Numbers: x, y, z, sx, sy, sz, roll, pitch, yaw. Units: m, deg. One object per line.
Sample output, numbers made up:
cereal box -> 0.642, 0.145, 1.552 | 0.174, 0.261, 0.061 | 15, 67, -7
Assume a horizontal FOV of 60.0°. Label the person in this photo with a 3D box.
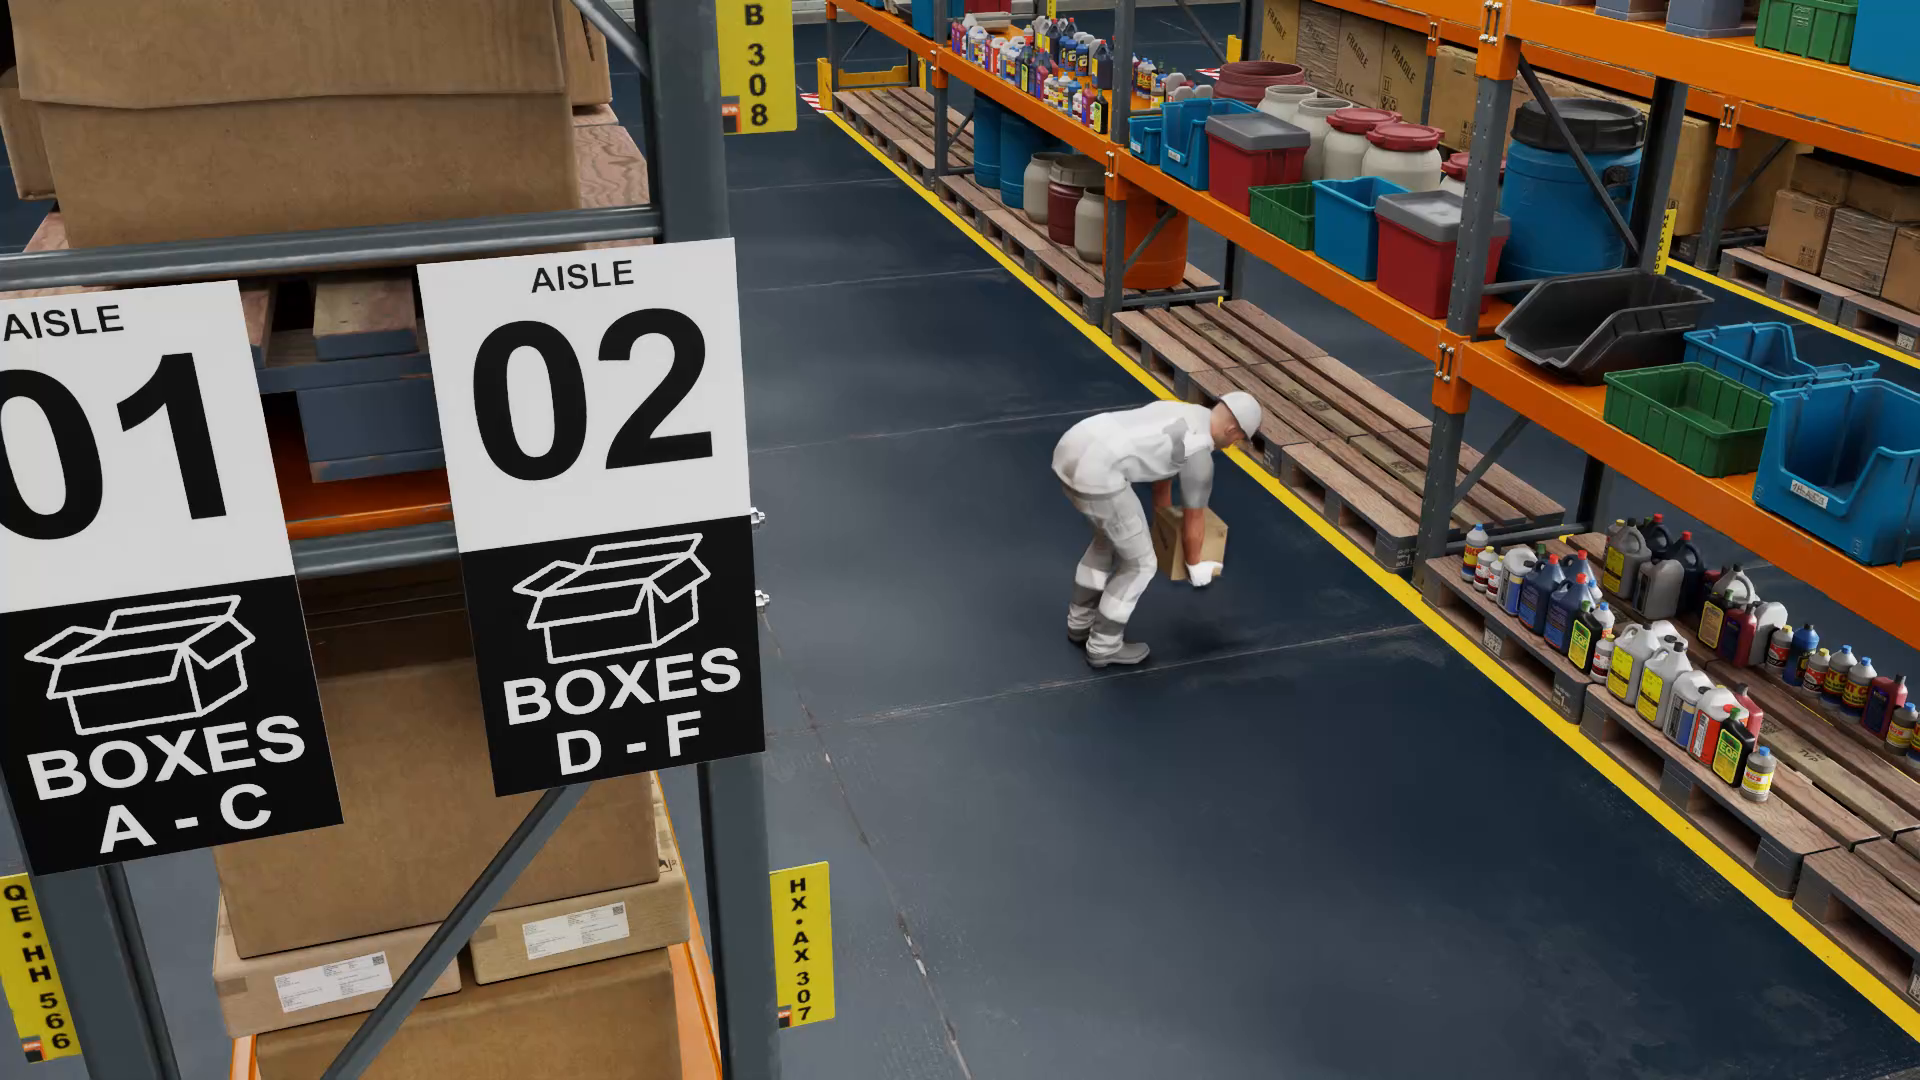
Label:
person -> 0.876, -0.068, 7.427 | 0.957, 1.167, 0.497 | -9, 28, -18
